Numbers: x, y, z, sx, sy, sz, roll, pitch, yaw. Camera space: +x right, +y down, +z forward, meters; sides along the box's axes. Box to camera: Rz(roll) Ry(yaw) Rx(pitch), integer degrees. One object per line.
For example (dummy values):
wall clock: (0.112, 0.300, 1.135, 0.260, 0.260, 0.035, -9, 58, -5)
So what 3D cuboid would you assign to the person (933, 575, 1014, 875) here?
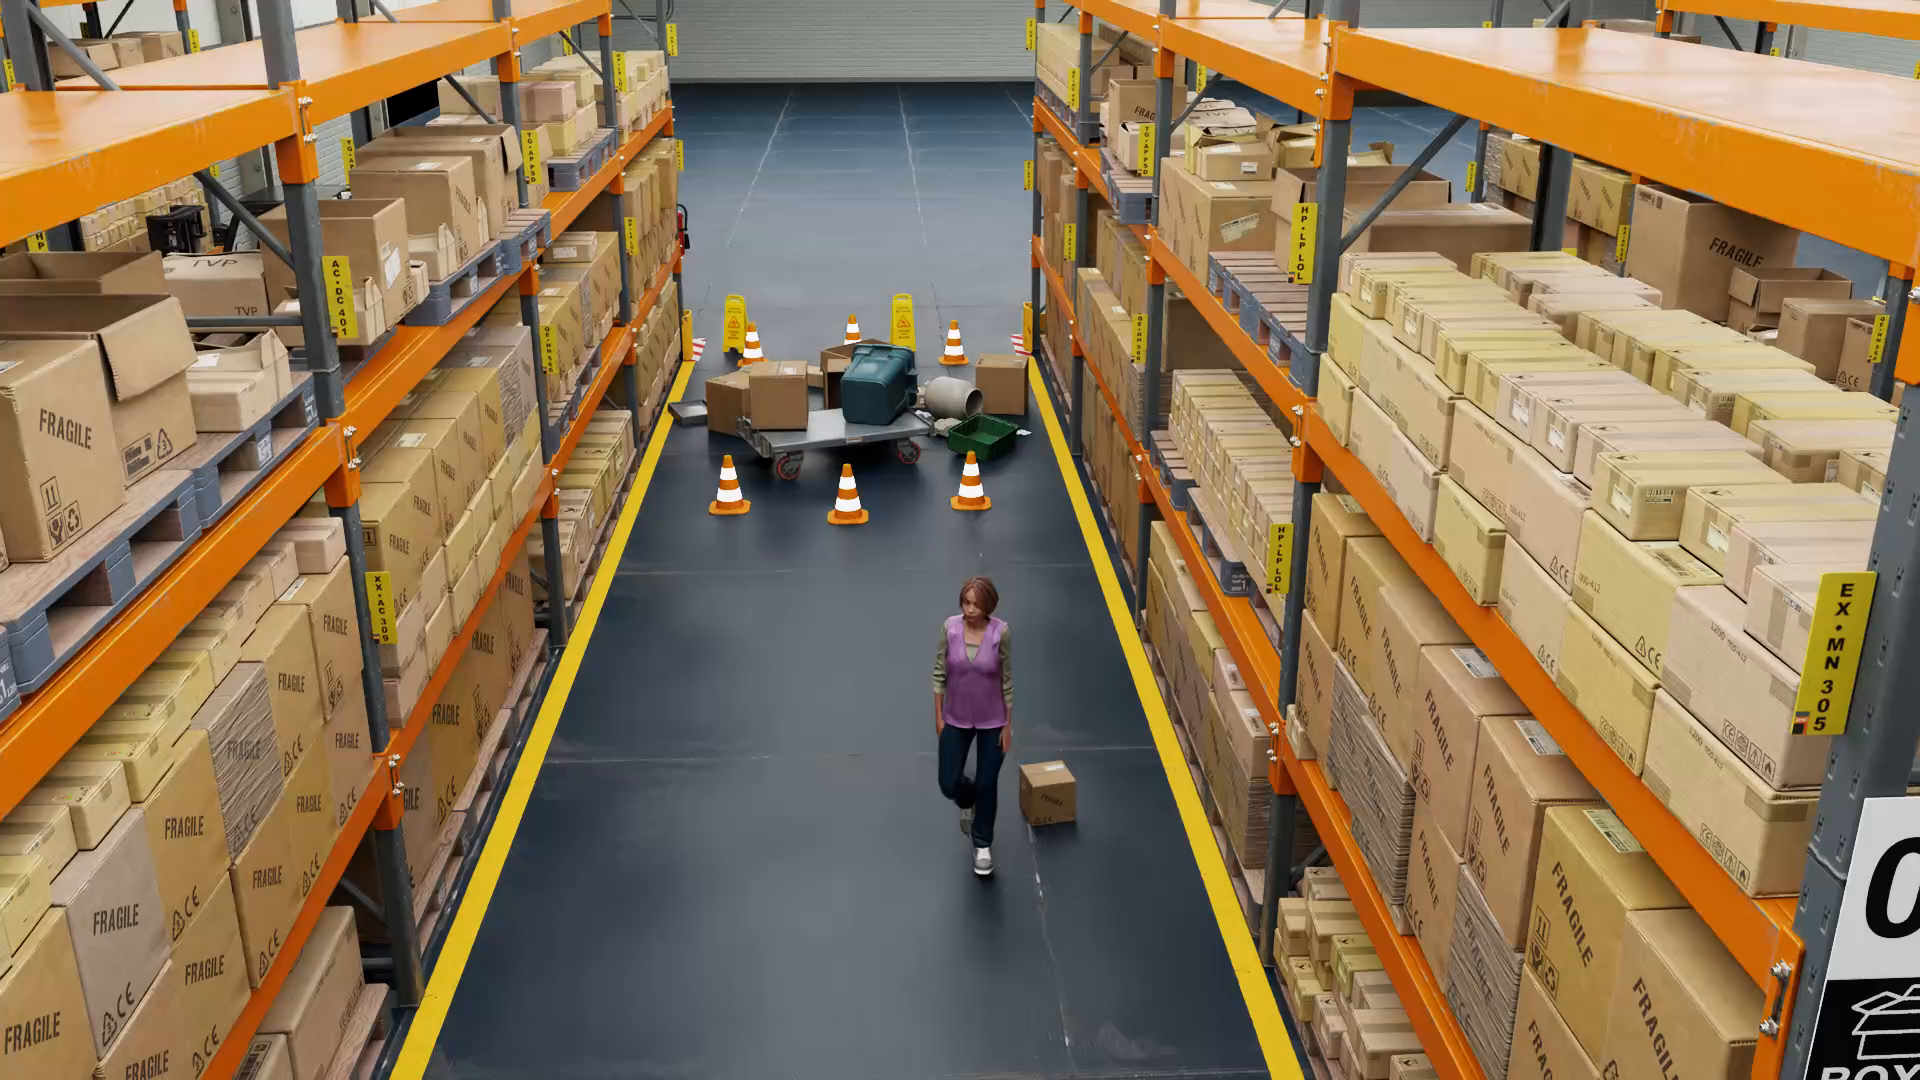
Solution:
person: (0.067, 0.931, 8.567, 0.422, 1.586, 0.459, 2, 21, 7)
